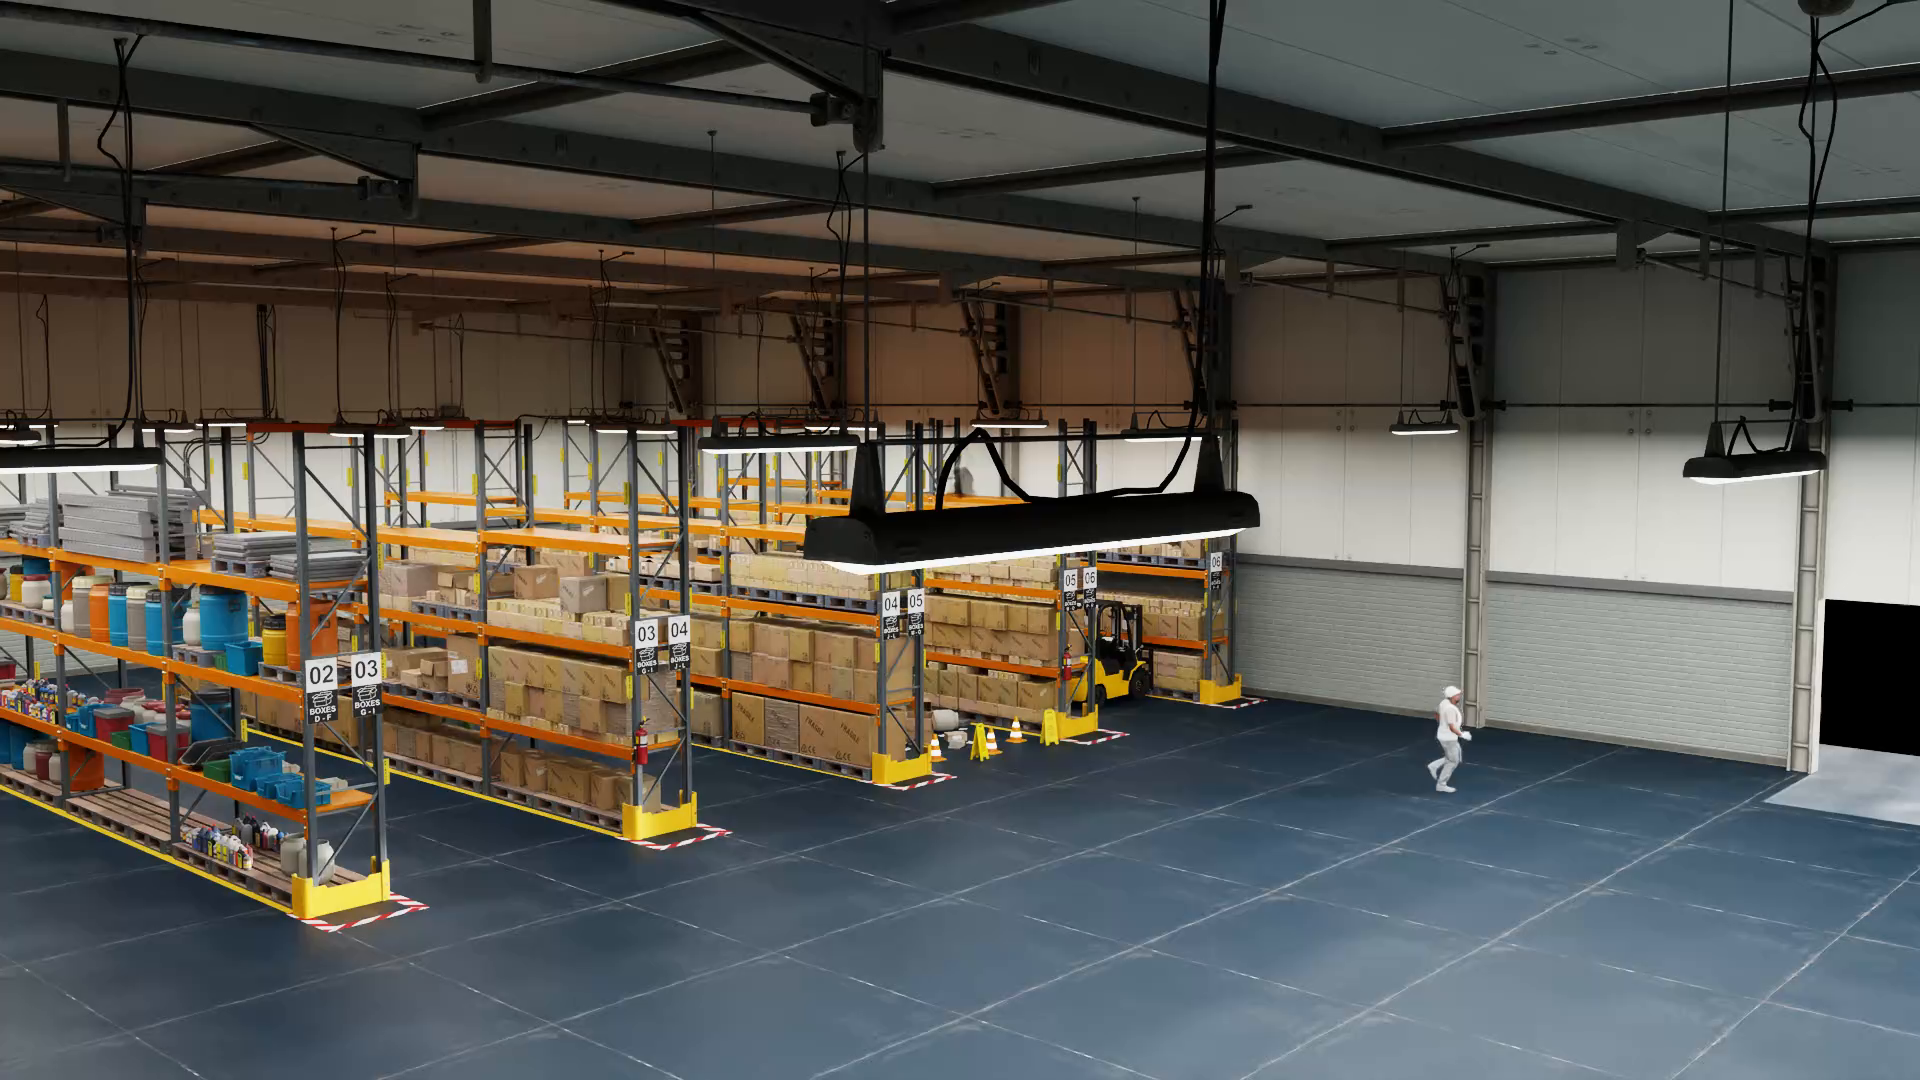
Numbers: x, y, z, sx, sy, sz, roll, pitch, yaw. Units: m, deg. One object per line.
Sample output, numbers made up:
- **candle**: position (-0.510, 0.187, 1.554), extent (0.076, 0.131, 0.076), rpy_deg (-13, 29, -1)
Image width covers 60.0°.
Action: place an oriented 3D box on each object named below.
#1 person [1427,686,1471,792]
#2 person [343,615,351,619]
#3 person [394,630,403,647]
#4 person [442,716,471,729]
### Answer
- **person**: position (8.000, 3.245, 27.204), extent (0.663, 1.736, 0.710), rpy_deg (1, 5, 7)
- **person**: position (-13.880, 2.486, 37.447), extent (0.639, 1.608, 0.534), rpy_deg (-2, 5, -24)
- **person**: position (-13.509, 2.289, 40.165), extent (0.502, 1.554, 0.660), rpy_deg (-1, 5, -10)
- **person**: position (-9.596, 2.838, 31.714), extent (1.003, 1.776, 0.652), rpy_deg (3, 6, 36)
